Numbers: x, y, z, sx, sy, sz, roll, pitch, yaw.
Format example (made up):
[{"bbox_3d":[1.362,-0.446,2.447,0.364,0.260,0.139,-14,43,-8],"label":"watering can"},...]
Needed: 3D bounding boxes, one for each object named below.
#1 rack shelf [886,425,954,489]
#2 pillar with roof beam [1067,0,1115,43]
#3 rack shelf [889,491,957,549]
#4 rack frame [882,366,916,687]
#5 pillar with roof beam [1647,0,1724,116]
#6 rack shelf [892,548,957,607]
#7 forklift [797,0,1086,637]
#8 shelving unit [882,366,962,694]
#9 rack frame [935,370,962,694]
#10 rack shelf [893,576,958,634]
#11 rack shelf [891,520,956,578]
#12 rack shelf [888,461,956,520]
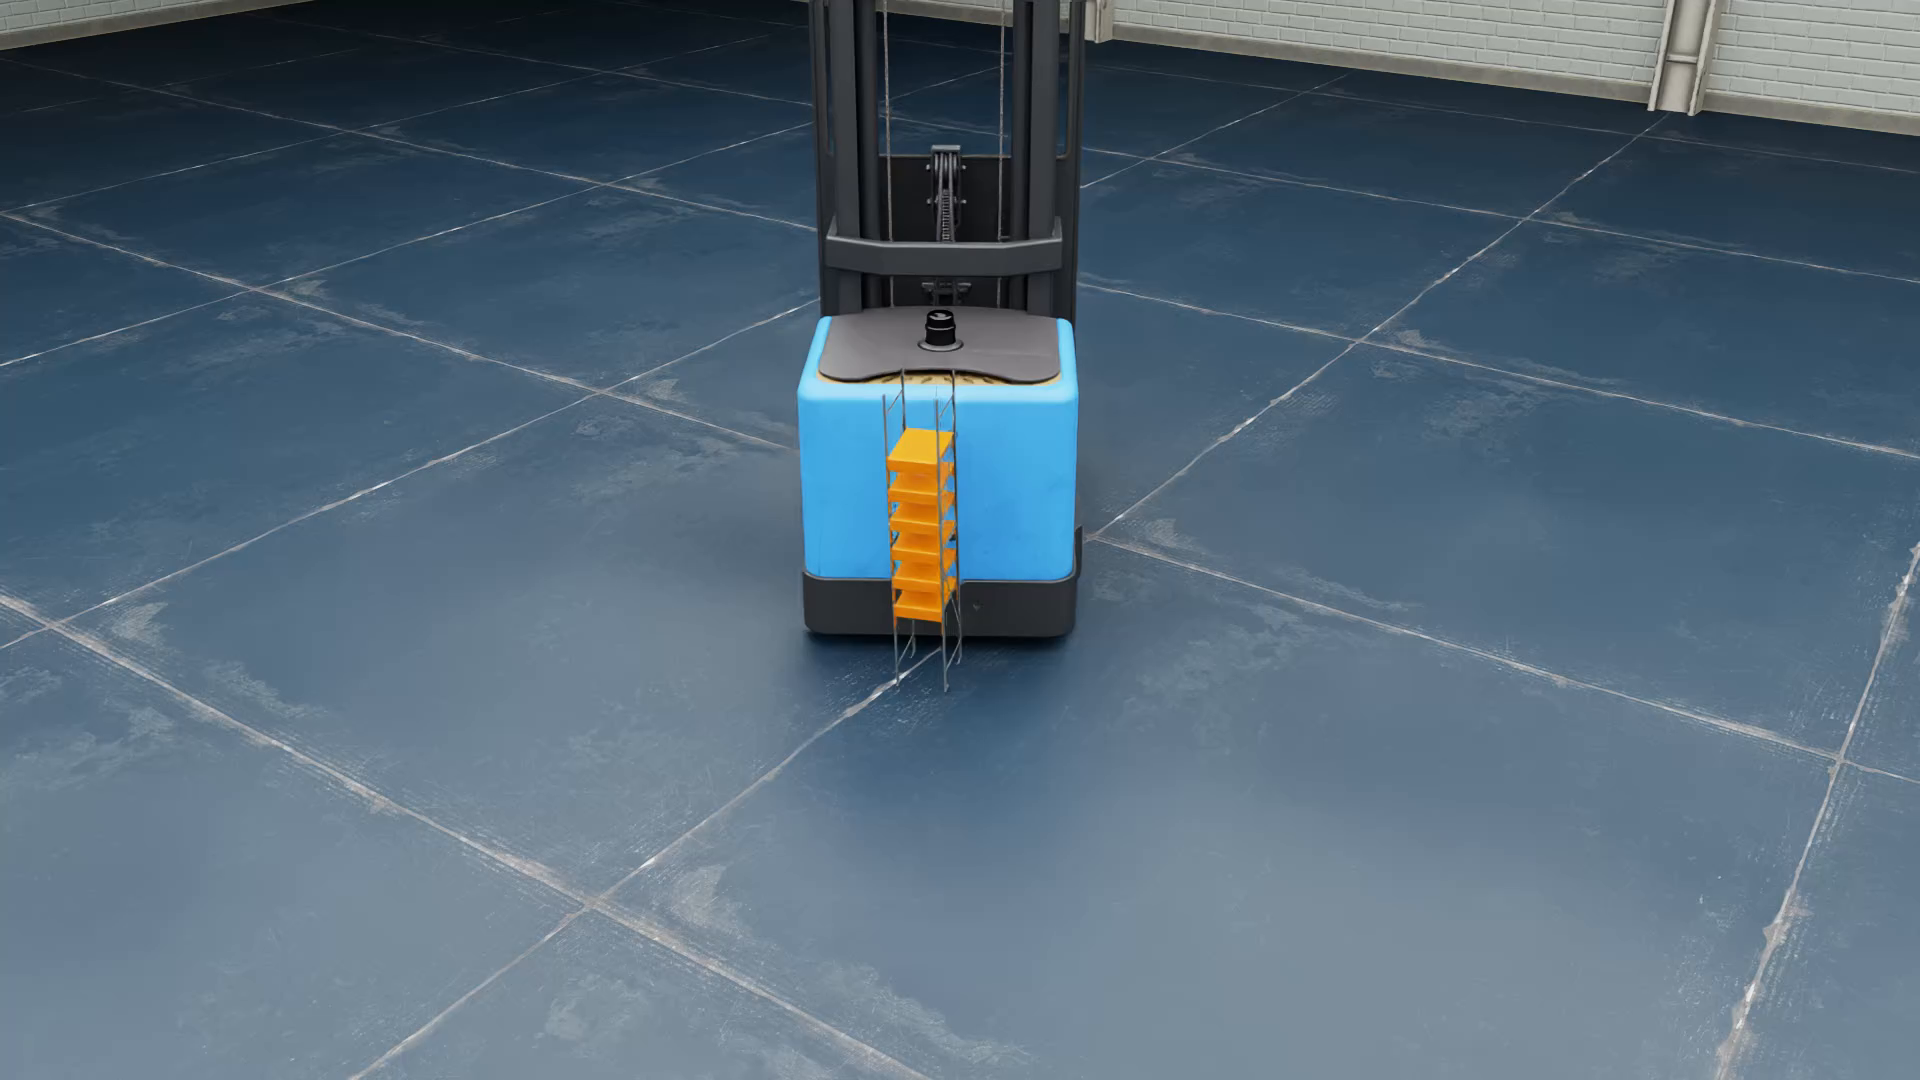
[{"bbox_3d":[-0.133,-0.289,5.781,0.180,0.103,0.258,7,32,13],"label":"rack shelf"},{"bbox_3d":[-1.043,-7.759,12.575,0.400,9.000,9.100,17,32,30],"label":"pillar with roof beam"},{"bbox_3d":[-0.128,-0.083,5.905,0.180,0.103,0.258,7,32,13],"label":"rack shelf"},{"bbox_3d":[-0.215,-0.029,5.965,0.006,1.200,0.240,7,32,13],"label":"rack frame"},{"bbox_3d":[3.902,-6.218,9.547,0.400,9.000,9.100,17,32,30],"label":"pillar with roof beam"},{"bbox_3d":[-0.123,0.122,6.029,0.180,0.103,0.258,7,32,13],"label":"rack shelf"},{"bbox_3d":[-0.043,-1.562,7.088,1.130,2.935,3.031,1,27,1],"label":"forklift"},{"bbox_3d":[-0.126,-0.019,5.944,0.189,1.200,0.258,7,32,13],"label":"shelving unit"},{"bbox_3d":[-0.038,-0.008,5.923,0.006,1.200,0.240,7,32,13],"label":"rack frame"},{"bbox_3d":[-0.120,0.225,6.091,0.180,0.103,0.258,7,32,13],"label":"rack shelf"},{"bbox_3d":[-0.125,0.019,5.967,0.180,0.103,0.258,7,32,13],"label":"rack shelf"},{"bbox_3d":[-0.130,-0.186,5.843,0.180,0.103,0.258,7,32,13],"label":"rack shelf"}]
